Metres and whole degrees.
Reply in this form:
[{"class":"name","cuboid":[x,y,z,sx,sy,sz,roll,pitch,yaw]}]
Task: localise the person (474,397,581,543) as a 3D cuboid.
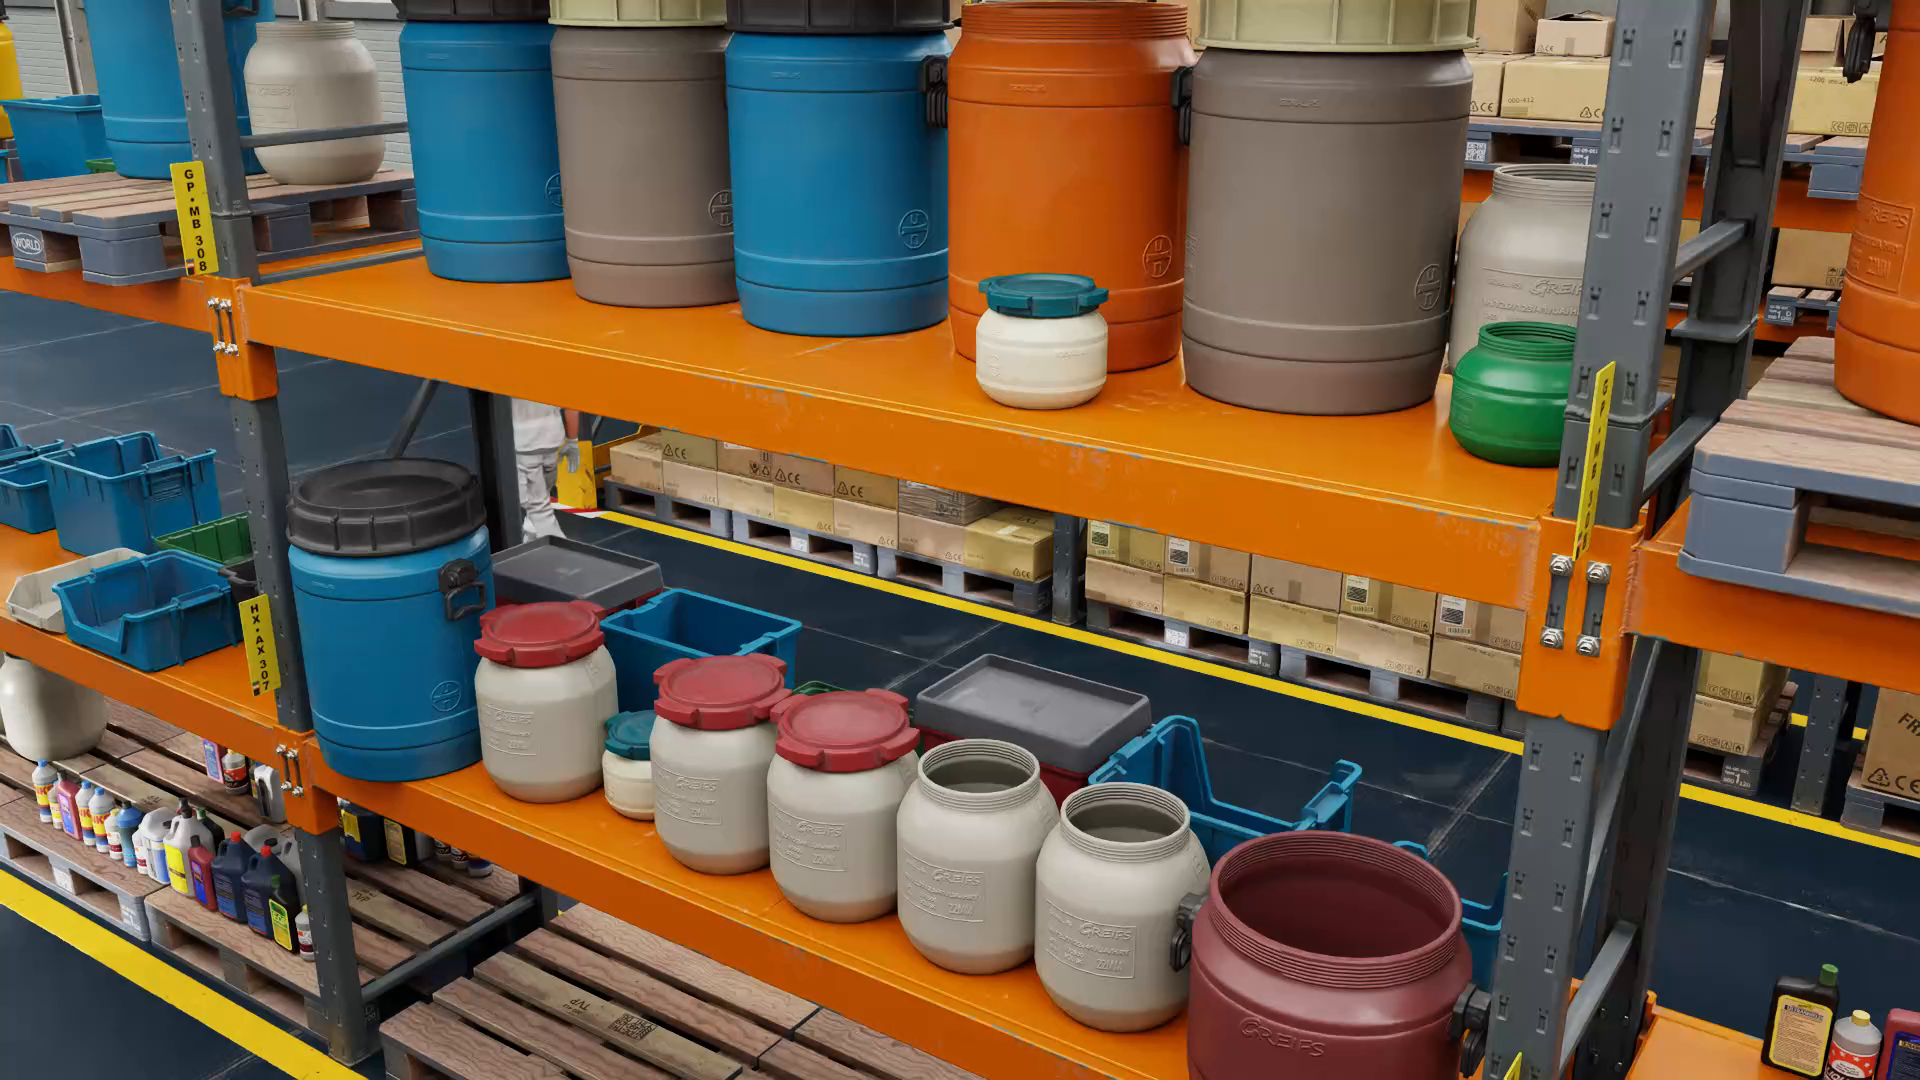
[{"class":"person","cuboid":[-2.688,-0.606,10.181,0.958,1.741,0.534,17,26,39]}]
